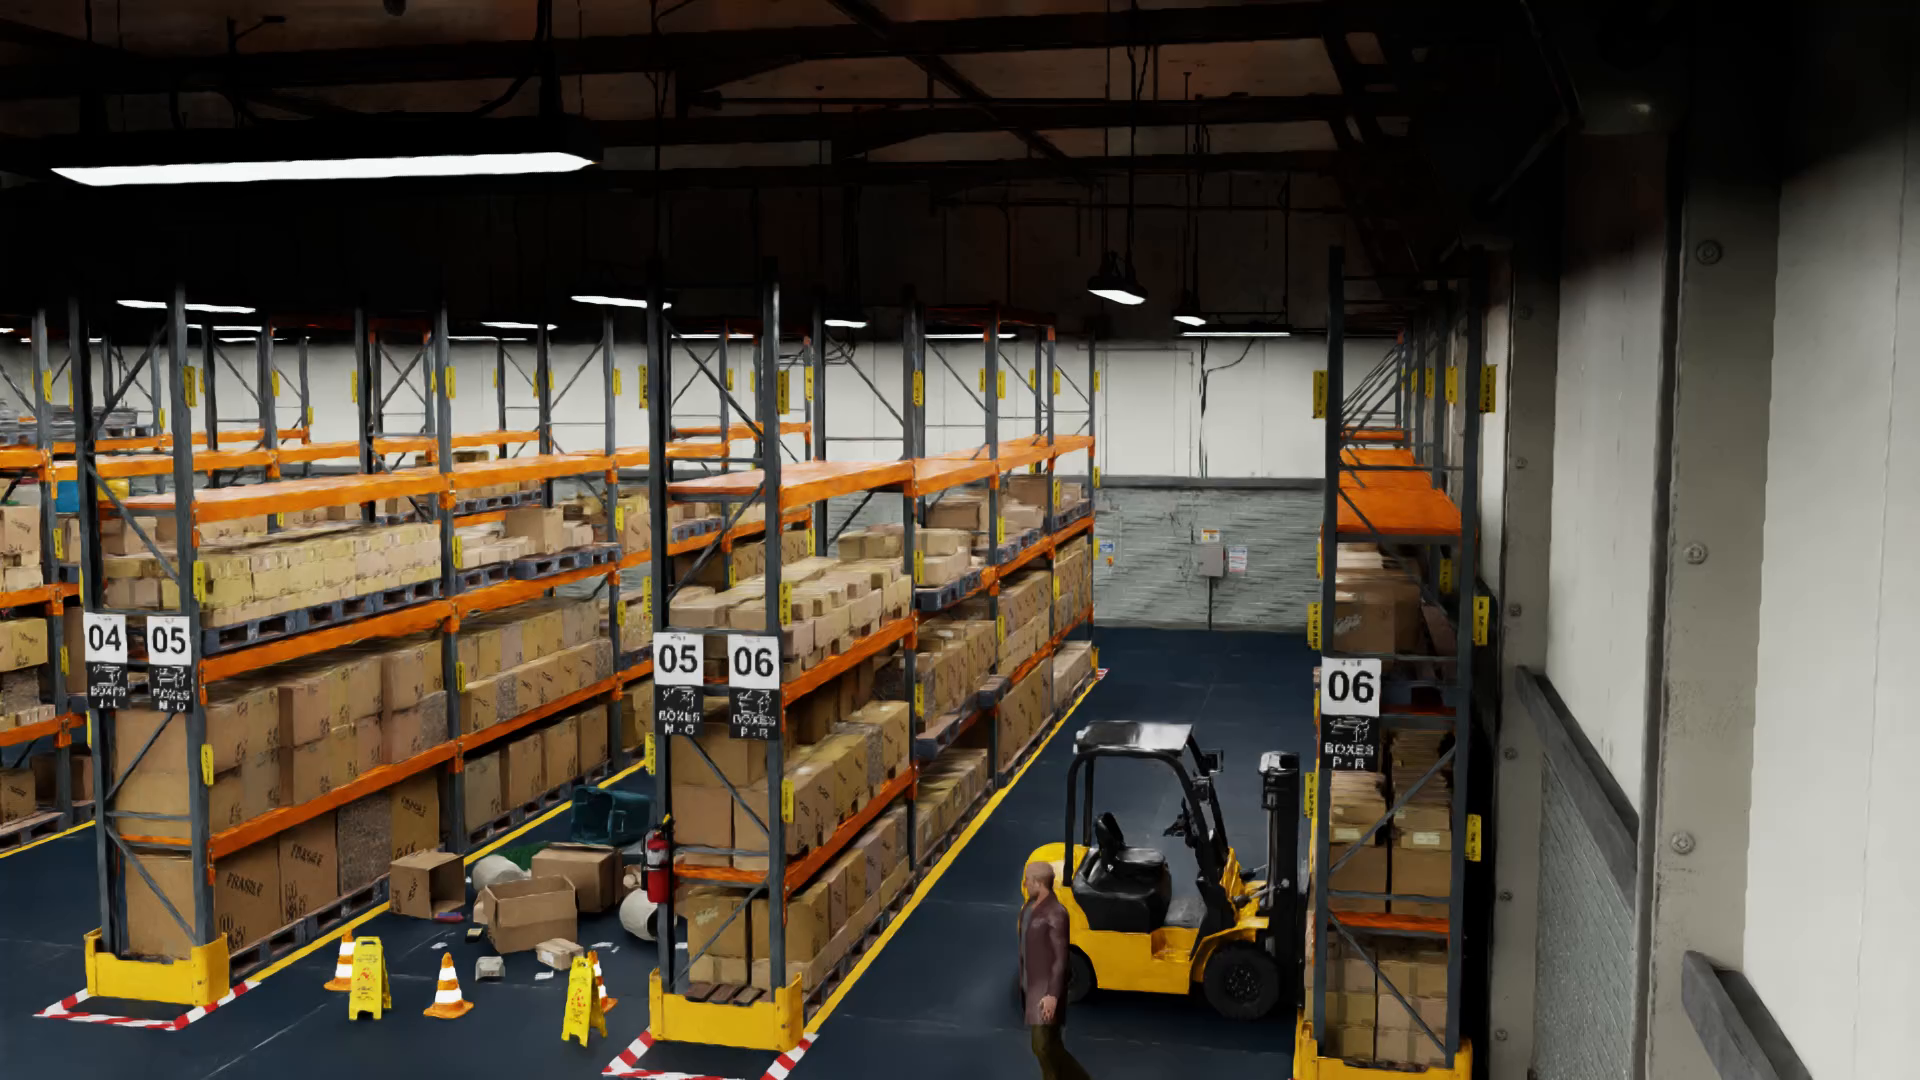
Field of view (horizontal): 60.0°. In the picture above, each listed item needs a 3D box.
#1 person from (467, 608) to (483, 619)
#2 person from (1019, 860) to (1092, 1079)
[{"bbox_3d":[-7.167,1.813,24.789,0.682,1.715,0.542,1,6,11],"label":"person"},{"bbox_3d":[0.644,3.108,11.551,0.529,1.771,0.759,-2,6,-20],"label":"person"}]
